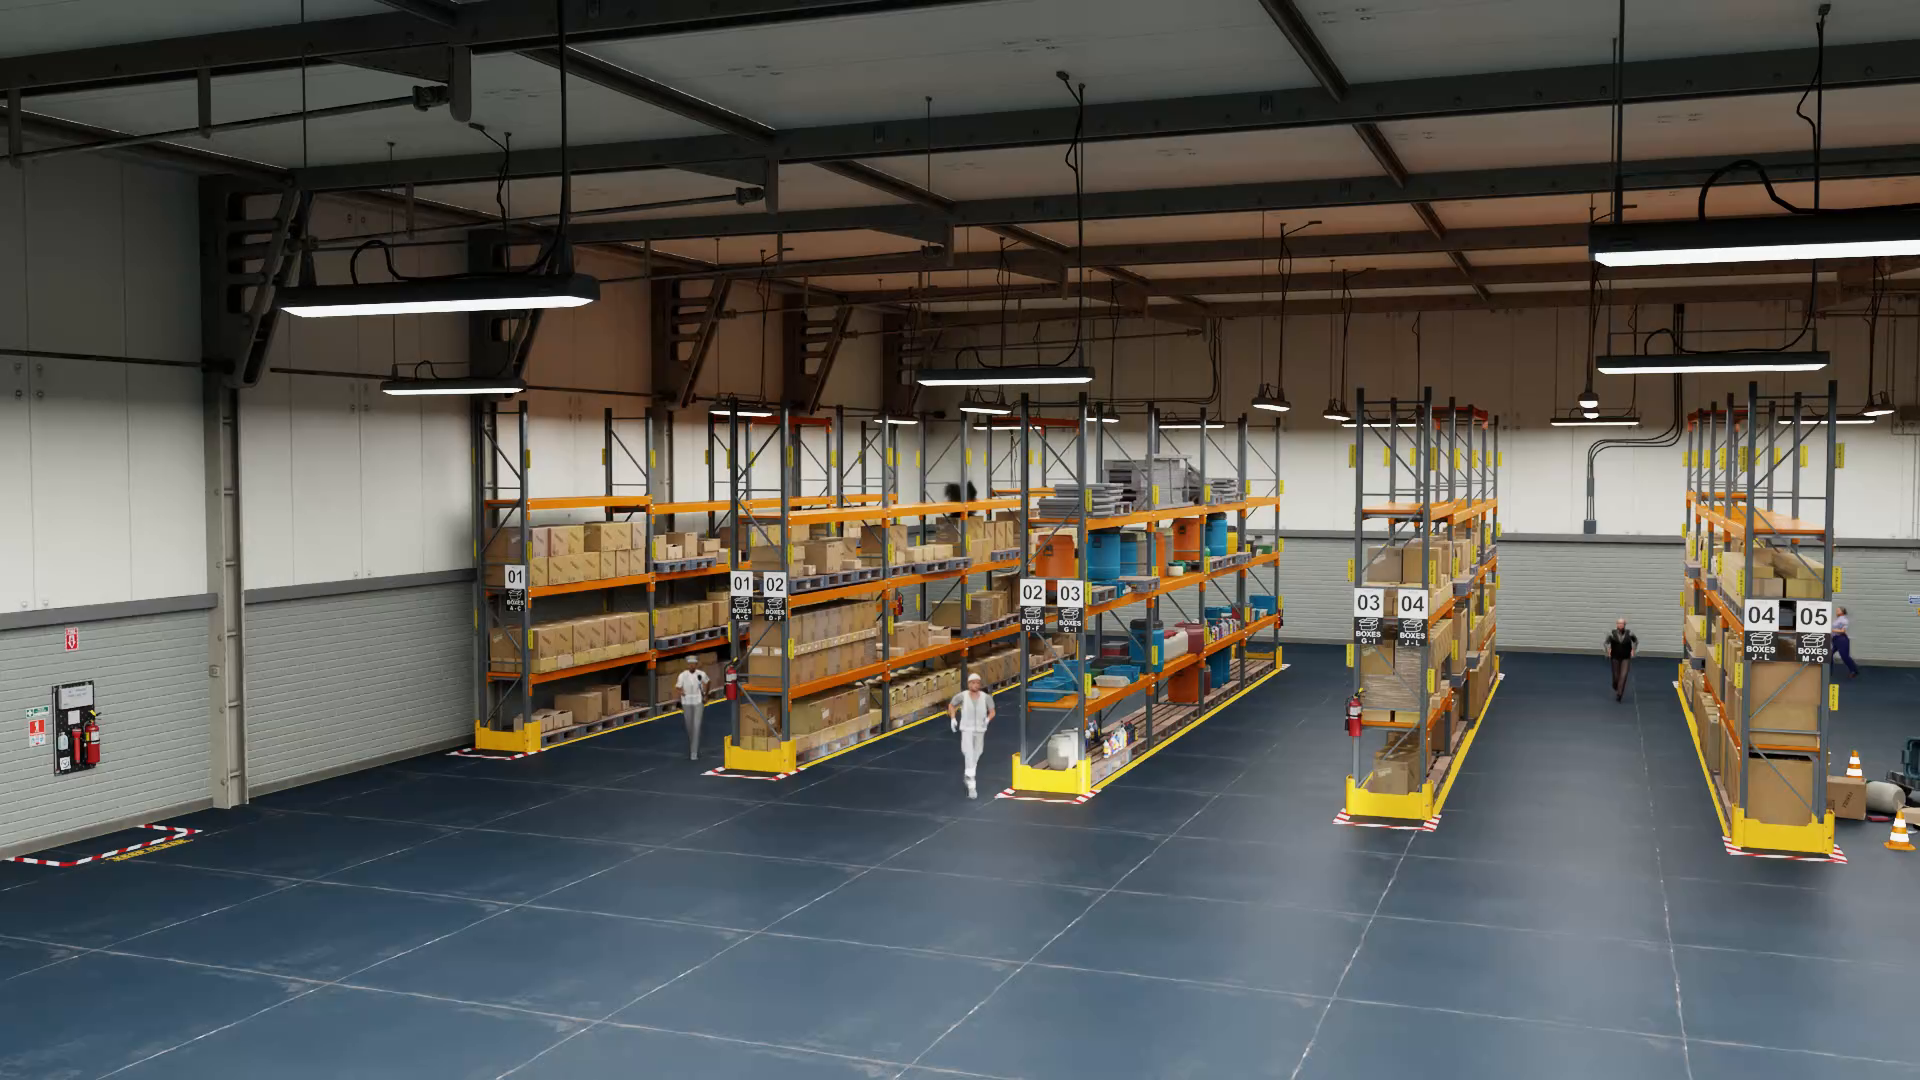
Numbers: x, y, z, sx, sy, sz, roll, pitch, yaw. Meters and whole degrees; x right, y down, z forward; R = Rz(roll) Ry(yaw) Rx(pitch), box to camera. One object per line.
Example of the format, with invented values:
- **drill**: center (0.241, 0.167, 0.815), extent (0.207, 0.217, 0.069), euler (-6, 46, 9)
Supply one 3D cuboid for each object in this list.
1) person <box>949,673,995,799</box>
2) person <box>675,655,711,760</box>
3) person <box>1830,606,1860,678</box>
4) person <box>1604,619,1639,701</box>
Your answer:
- **person**: center (0.199, 2.893, 24.912), extent (0.673, 1.811, 0.945), euler (-1, 3, -14)
- **person**: center (-4.505, 2.777, 27.996), extent (0.584, 1.706, 0.936), euler (0, 3, -1)
- **person**: center (19.955, 2.349, 37.663), extent (0.766, 1.706, 0.582), euler (0, 3, 0)
- **person**: center (13.807, 2.483, 34.735), extent (0.679, 1.695, 0.904), euler (1, 3, 19)
